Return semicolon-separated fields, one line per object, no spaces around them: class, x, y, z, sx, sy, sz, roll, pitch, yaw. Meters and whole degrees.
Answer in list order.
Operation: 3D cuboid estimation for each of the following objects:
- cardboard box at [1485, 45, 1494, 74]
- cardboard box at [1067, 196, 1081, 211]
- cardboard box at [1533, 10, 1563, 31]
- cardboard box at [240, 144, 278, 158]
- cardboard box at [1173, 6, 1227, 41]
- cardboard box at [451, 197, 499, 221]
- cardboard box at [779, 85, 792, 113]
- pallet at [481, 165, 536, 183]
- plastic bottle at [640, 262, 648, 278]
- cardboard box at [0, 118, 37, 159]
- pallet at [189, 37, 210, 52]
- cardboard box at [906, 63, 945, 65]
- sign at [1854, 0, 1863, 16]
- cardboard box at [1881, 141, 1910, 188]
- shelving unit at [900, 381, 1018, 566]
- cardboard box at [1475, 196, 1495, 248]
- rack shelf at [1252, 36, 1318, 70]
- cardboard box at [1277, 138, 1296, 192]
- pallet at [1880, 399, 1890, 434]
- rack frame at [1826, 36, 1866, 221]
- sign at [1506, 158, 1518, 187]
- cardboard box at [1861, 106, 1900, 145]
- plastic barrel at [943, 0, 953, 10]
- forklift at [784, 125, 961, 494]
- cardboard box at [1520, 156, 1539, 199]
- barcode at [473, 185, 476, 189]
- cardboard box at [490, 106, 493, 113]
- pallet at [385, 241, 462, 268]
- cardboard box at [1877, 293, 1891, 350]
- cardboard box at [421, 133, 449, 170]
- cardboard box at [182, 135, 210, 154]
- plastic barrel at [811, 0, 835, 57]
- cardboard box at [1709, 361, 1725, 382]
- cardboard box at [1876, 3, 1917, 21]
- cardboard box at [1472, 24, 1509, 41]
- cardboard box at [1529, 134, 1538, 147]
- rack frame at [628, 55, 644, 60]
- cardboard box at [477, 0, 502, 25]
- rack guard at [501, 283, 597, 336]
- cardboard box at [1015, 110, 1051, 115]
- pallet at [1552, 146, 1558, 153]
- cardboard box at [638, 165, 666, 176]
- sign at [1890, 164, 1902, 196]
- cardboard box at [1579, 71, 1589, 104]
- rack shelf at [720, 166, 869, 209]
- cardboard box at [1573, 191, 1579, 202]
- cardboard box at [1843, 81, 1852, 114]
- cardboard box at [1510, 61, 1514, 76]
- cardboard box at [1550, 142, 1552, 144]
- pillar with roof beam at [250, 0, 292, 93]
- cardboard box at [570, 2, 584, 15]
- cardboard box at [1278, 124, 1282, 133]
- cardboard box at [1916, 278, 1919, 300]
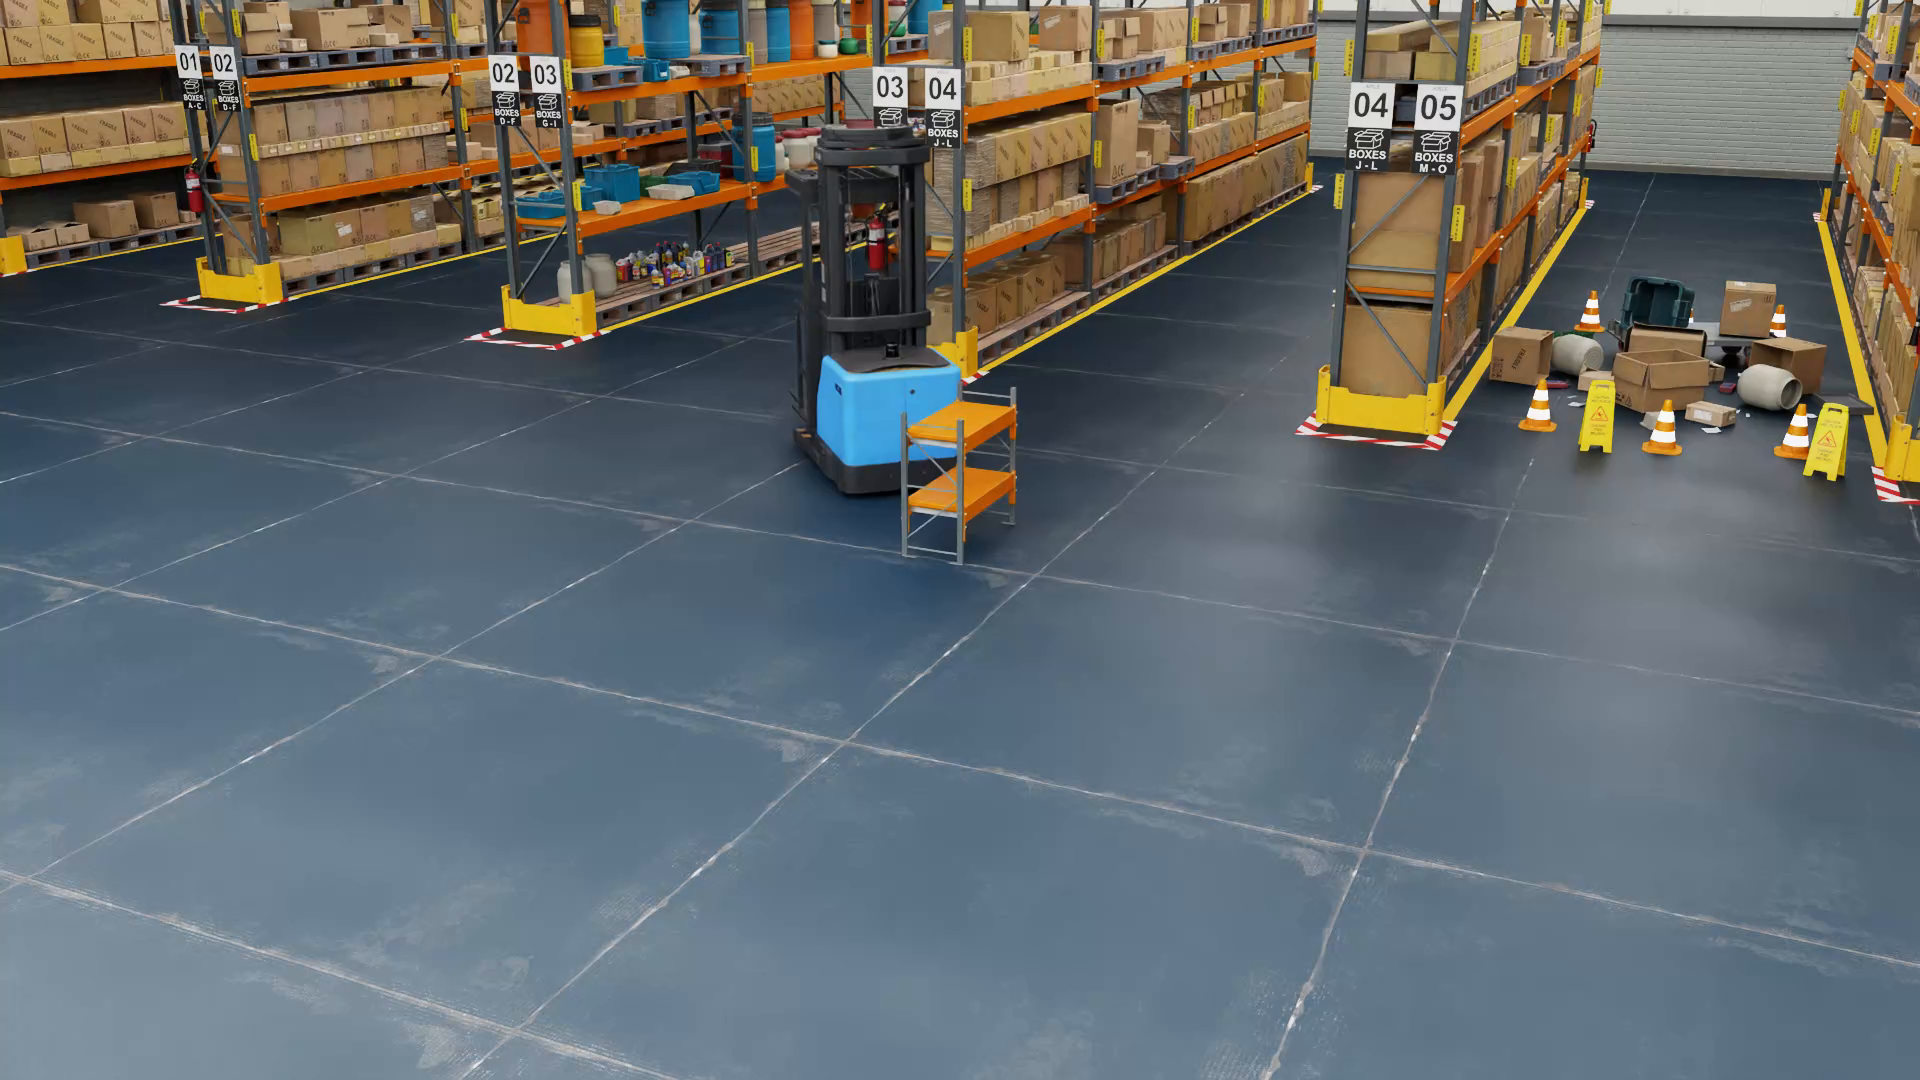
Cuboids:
cardboard box;4.905;-4.690;16.207;0.500;0.250;0.500;8;21;22
cardboard box;1.284;-4.175;20.606;0.380;0.149;0.250;9;21;23
cardboard box;7.965;-7.050;22.548;0.396;0.266;0.258;9;21;23
cardboard box;-9.102;-5.055;21.589;0.380;0.149;0.250;8;21;22
cardboard box;3.670;-7.984;25.686;0.797;0.503;0.637;8;21;22
cardboard box;-7.424;-5.093;25.454;0.500;0.311;0.500;9;21;23
cardboard box;-3.674;-8.755;32.962;0.500;0.500;0.500;8;21;22
pallet;-9.313;-7.399;33.458;1.003;0.211;1.213;9;21;23
plastic bottle;-4.212;-3.605;22.149;0.097;0.201;0.097;0;20;0
cardboard box;-13.510;-5.687;23.559;0.500;0.500;0.500;9;21;23
pallet;-11.992;-8.012;26.825;1.213;0.211;1.003;9;21;23
cardboard box;-0.380;-4.973;17.628;0.380;0.149;0.250;8;21;21
sign;14.666;-8.723;27.122;0.100;0.325;0.005;9;21;23
cardboard box;11.292;-4.456;19.803;0.500;0.500;0.500;10;22;25
shelving unit;0.003;-0.532;12.786;0.538;1.125;1.048;9;21;23
cardboard box;5.354;-3.548;18.245;0.875;0.550;0.550;9;21;23
rack shelf;5.310;-8.606;29.287;1.077;0.370;4.000;9;21;23
cardboard box;5.567;-6.855;30.311;0.875;0.875;0.875;9;21;23
pallet;9.515;-1.216;16.074;1.003;0.211;1.213;9;21;23
rack frame;15.170;-6.783;27.565;1.000;3.000;0.127;9;21;23
sign;6.206;-4.132;18.702;0.100;0.325;0.005;9;21;23
cardboard box;12.699;-5.671;22.797;0.500;0.500;0.500;8;21;21
plastic barrel;-0.216;-8.992;28.394;0.600;0.588;0.600;0;20;0
forklift;-0.910;-2.223;14.845;1.130;2.935;3.031;-6;20;-17
cardboard box;7.192;-4.706;21.576;0.500;0.500;0.500;9;21;23
barcode;-7.337;-5.338;25.142;0.001;0.075;0.075;9;21;23
cardboard box;-9.230;-8.466;32.641;0.380;0.149;0.250;9;21;23
pallet;-8.185;-4.284;24.699;1.003;0.211;1.213;9;21;23
cardboard box;9.768;-2.227;17.112;0.500;0.500;0.500;10;22;25
cardboard box;-7.997;-5.745;24.498;0.700;0.500;0.500;8;21;21
cardboard box;-12.259;-6.266;26.305;0.500;0.250;0.500;9;21;23
plastic barrel;-2.200;-7.805;25.214;0.600;0.901;0.600;0;20;0
cardboard box;7.964;-1.872;17.836;0.258;0.266;0.396;-5;20;-15
cardboard box;14.208;-7.893;25.283;0.500;0.500;0.500;9;21;24
cardboard box;5.426;-5.213;17.083;0.380;0.149;0.250;9;21;23
cardboard box;7.705;-5.461;22.710;0.380;0.149;0.250;9;21;23
rack frame;-7.428;-10.182;37.122;1.000;3.000;0.127;9;21;23
cardboard box;-7.320;-8.089;25.239;0.500;0.500;0.500;11;22;28
rack guard;-4.953;-2.783;20.048;1.175;0.500;0.348;9;21;23
cardboard box;0.799;-5.030;20.551;0.500;0.500;0.500;9;21;23
pallet;8.529;-5.904;25.381;1.003;0.211;1.213;9;21;23
cardboard box;-5.527;-6.348;29.415;0.500;0.500;0.500;8;21;21
sign;9.748;-3.735;17.267;0.100;0.325;0.005;9;21;23
cardboard box;10.026;-7.438;27.322;0.500;0.500;0.500;8;21;21
rack shelf;-2.485;-5.426;24.824;1.077;0.370;4.000;9;21;23
cardboard box;10.575;-6.004;29.002;0.380;0.149;0.250;9;22;24
cardboard box;14.714;-7.193;27.078;0.500;0.500;0.500;8;21;21
cardboard box;5.738;-5.071;17.872;0.380;0.149;0.250;9;21;24
cardboard box;8.455;-5.876;24.319;0.380;0.149;0.250;9;21;23
pillar with roof beam;-8.098;-9.693;26.795;9.100;9.000;0.400;9;21;23
cardboard box;-8.117;-11.033;34.487;0.500;0.250;0.500;8;21;21
cardboard box;5.446;-7.243;29.232;0.380;0.149;0.250;9;21;23
cardboard box;8.589;-2.283;14.318;0.500;0.500;0.500;8;21;22
